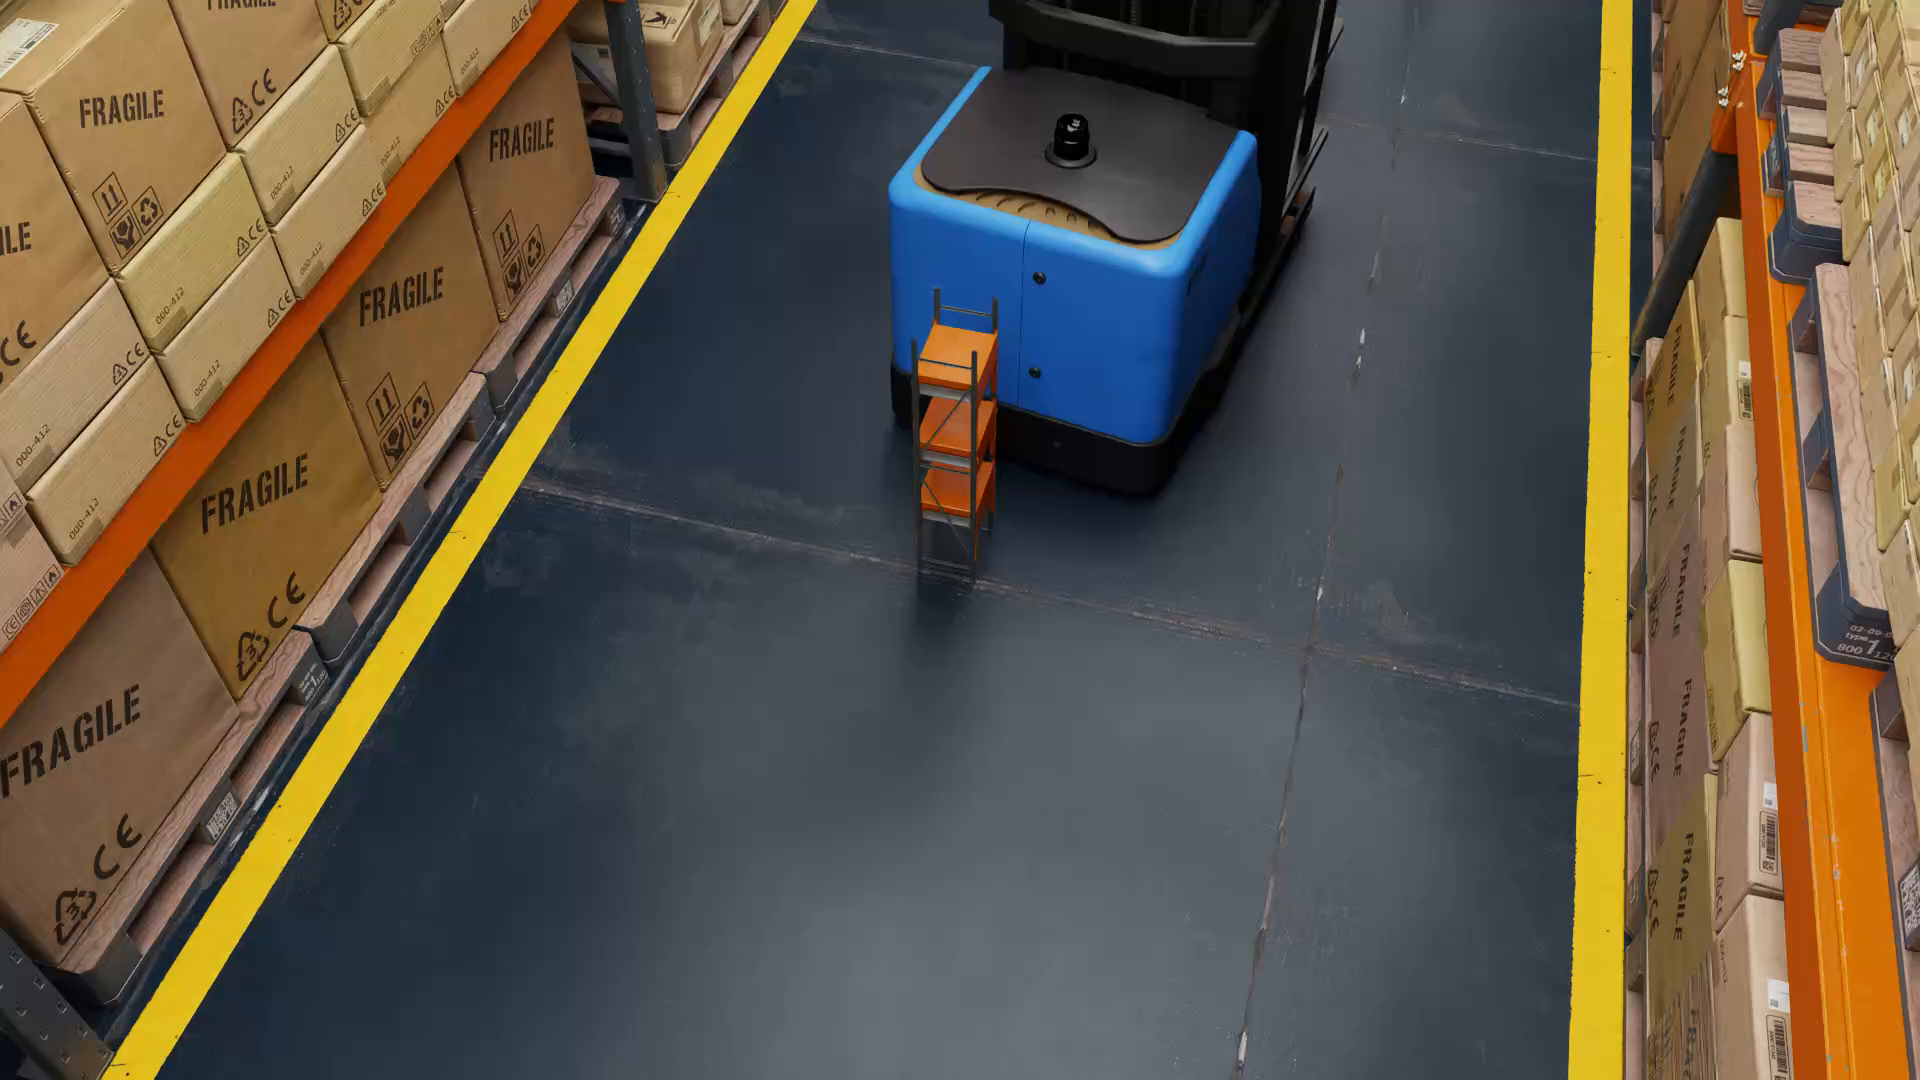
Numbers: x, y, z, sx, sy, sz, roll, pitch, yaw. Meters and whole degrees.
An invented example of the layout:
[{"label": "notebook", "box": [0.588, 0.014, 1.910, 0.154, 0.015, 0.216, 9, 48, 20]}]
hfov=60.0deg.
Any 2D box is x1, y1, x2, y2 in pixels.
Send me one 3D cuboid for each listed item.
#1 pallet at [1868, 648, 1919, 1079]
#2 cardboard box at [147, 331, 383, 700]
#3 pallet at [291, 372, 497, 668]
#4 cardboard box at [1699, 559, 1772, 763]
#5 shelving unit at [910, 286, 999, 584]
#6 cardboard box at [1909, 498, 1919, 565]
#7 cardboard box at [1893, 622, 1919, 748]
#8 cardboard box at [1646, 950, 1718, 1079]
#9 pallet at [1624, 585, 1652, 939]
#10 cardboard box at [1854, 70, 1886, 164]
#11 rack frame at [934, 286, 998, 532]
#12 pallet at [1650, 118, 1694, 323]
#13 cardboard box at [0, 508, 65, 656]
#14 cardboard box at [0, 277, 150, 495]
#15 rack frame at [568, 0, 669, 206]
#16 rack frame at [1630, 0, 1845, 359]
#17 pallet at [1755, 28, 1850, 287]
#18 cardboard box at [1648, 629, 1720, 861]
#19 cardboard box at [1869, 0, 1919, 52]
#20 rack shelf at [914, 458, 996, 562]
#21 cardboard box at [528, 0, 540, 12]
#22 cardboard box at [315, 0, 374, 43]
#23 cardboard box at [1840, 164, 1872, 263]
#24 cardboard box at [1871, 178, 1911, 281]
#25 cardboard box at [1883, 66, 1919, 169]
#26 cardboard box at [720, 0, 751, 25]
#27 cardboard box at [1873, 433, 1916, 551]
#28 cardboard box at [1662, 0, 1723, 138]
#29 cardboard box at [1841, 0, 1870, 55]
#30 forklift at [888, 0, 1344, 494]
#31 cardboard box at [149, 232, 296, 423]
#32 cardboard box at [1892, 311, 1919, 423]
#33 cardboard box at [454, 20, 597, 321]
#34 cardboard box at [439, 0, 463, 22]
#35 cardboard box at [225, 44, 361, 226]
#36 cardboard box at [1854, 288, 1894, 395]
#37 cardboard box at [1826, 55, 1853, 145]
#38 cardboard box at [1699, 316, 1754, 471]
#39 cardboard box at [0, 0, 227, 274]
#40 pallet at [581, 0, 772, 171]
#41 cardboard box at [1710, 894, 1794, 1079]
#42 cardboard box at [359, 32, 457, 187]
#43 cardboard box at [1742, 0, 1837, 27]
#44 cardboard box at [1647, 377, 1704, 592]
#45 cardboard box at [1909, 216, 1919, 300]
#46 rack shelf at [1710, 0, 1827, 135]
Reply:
[{"label": "pallet", "box": [2.354, 0.795, 3.176, 1.003, 0.211, 1.213, 12, 50, 10]}, {"label": "cardboard box", "box": [-2.473, -0.203, 5.066, 0.875, 0.875, 0.875, 13, 50, 11]}, {"label": "pallet", "box": [-2.340, -0.184, 5.771, 1.003, 0.211, 1.213, 12, 50, 10]}, {"label": "cardboard box", "box": [2.238, 0.353, 4.325, 0.500, 0.250, 0.500, 10, 49, 8]}, {"label": "shelving unit", "box": [-0.014, -0.309, 5.322, 0.215, 1.050, 0.252, 12, 50, 10]}, {"label": "cardboard box", "box": [2.201, 0.018, 3.422, 0.380, 0.149, 0.250, 9, 49, 8]}, {"label": "cardboard box", "box": [2.128, 0.324, 3.351, 0.380, 0.149, 0.250, 9, 49, 8]}, {"label": "cardboard box", "box": [1.964, 1.359, 3.937, 0.500, 0.500, 0.500, 11, 49, 9]}, {"label": "pallet", "box": [2.535, 0.729, 4.965, 1.003, 0.211, 1.213, 12, 50, 10]}, {"label": "cardboard box", "box": [2.608, -1.092, 4.402, 0.380, 0.149, 0.250, 10, 49, 9]}, {"label": "rack frame", "box": [0.018, -0.397, 5.400, 0.200, 1.050, 0.008, 12, 50, 10]}, {"label": "pallet", "box": [3.346, -1.271, 6.731, 1.003, 0.211, 1.213, 12, 50, 10]}, {"label": "cardboard box", "box": [-2.419, 0.135, 3.730, 0.500, 0.250, 0.500, 11, 49, 9]}, {"label": "cardboard box", "box": [-2.291, -0.409, 3.877, 0.500, 0.250, 0.500, 12, 50, 11]}, {"label": "rack frame", "box": [-1.737, -2.542, 5.993, 1.000, 3.000, 0.127, 12, 50, 10]}, {"label": "rack frame", "box": [3.066, -1.638, 5.195, 1.000, 3.000, 0.127, 12, 50, 10]}, {"label": "pallet", "box": [2.981, -1.038, 4.793, 1.213, 0.211, 1.003, 12, 50, 10]}, {"label": "cardboard box", "box": [2.239, 0.617, 4.592, 0.500, 0.500, 0.500, 11, 49, 9]}, {"label": "cardboard box", "box": [2.689, -1.400, 4.475, 0.380, 0.149, 0.250, 10, 49, 9]}, {"label": "rack shelf", "box": [-0.014, -0.118, 5.539, 0.215, 0.259, 0.240, 12, 50, 10]}, {"label": "cardboard box", "box": [-1.619, -2.075, 5.681, 0.500, 0.250, 0.500, 10, 49, 9]}, {"label": "cardboard box", "box": [-1.885, -1.749, 4.560, 0.500, 0.500, 0.500, 12, 50, 10]}, {"label": "cardboard box", "box": [2.542, -0.825, 4.365, 0.380, 0.149, 0.250, 14, 50, 12]}, {"label": "cardboard box", "box": [2.476, -0.729, 4.082, 0.380, 0.149, 0.250, 12, 50, 10]}, {"label": "cardboard box", "box": [2.550, -1.032, 4.151, 0.380, 0.149, 0.250, 10, 49, 8]}, {"label": "cardboard box", "box": [-1.392, -2.753, 7.652, 0.950, 0.372, 0.625, 11, 49, 9]}, {"label": "cardboard box", "box": [2.266, -0.070, 3.698, 0.380, 0.149, 0.250, 14, 50, 12]}, {"label": "cardboard box", "box": [3.539, -2.088, 6.813, 1.050, 0.750, 0.750, 12, 50, 11]}, {"label": "cardboard box", "box": [2.745, -1.482, 4.747, 0.380, 0.149, 0.250, 14, 50, 12]}, {"label": "forklift", "box": [0.813, -2.251, 5.782, 1.130, 2.935, 3.031, 19, 51, 16]}, {"label": "cardboard box", "box": [-2.134, -0.607, 4.385, 0.500, 0.250, 0.500, 11, 50, 10]}, {"label": "cardboard box", "box": [2.340, -0.354, 3.751, 0.380, 0.149, 0.250, 13, 50, 11]}, {"label": "cardboard box", "box": [-1.999, -1.494, 6.205, 0.875, 0.875, 0.875, 11, 50, 10]}, {"label": "cardboard box", "box": [-1.750, -1.885, 5.180, 0.500, 0.250, 0.500, 10, 49, 9]}, {"label": "cardboard box", "box": [-2.002, -1.135, 4.518, 0.500, 0.250, 0.500, 10, 49, 9]}, {"label": "cardboard box", "box": [2.406, -0.450, 4.034, 0.380, 0.149, 0.250, 12, 50, 11]}, {"label": "cardboard box", "box": [2.682, -1.216, 4.710, 0.380, 0.149, 0.250, 14, 50, 12]}, {"label": "cardboard box", "box": [2.517, -0.380, 4.972, 0.500, 0.250, 0.500, 11, 49, 10]}, {"label": "cardboard box", "box": [-2.155, -1.010, 3.907, 0.500, 0.500, 0.500, 10, 49, 9]}, {"label": "pallet", "box": [-1.529, -2.184, 7.537, 1.003, 0.211, 1.213, 12, 50, 10]}, {"label": "cardboard box", "box": [1.965, 1.107, 3.659, 0.500, 0.250, 0.500, 10, 49, 9]}, {"label": "cardboard box", "box": [-1.887, -1.341, 5.033, 0.500, 0.250, 0.500, 11, 50, 10]}, {"label": "cardboard box", "box": [2.925, -2.050, 5.492, 0.500, 0.500, 0.500, 12, 50, 10]}, {"label": "cardboard box", "box": [2.504, -0.124, 5.246, 0.500, 0.500, 0.500, 12, 50, 10]}, {"label": "cardboard box", "box": [2.413, -0.644, 3.808, 0.380, 0.149, 0.250, 13, 50, 11]}, {"label": "rack shelf", "box": [3.592, -2.846, 6.741, 1.077, 0.370, 4.000, 12, 50, 10]}]
